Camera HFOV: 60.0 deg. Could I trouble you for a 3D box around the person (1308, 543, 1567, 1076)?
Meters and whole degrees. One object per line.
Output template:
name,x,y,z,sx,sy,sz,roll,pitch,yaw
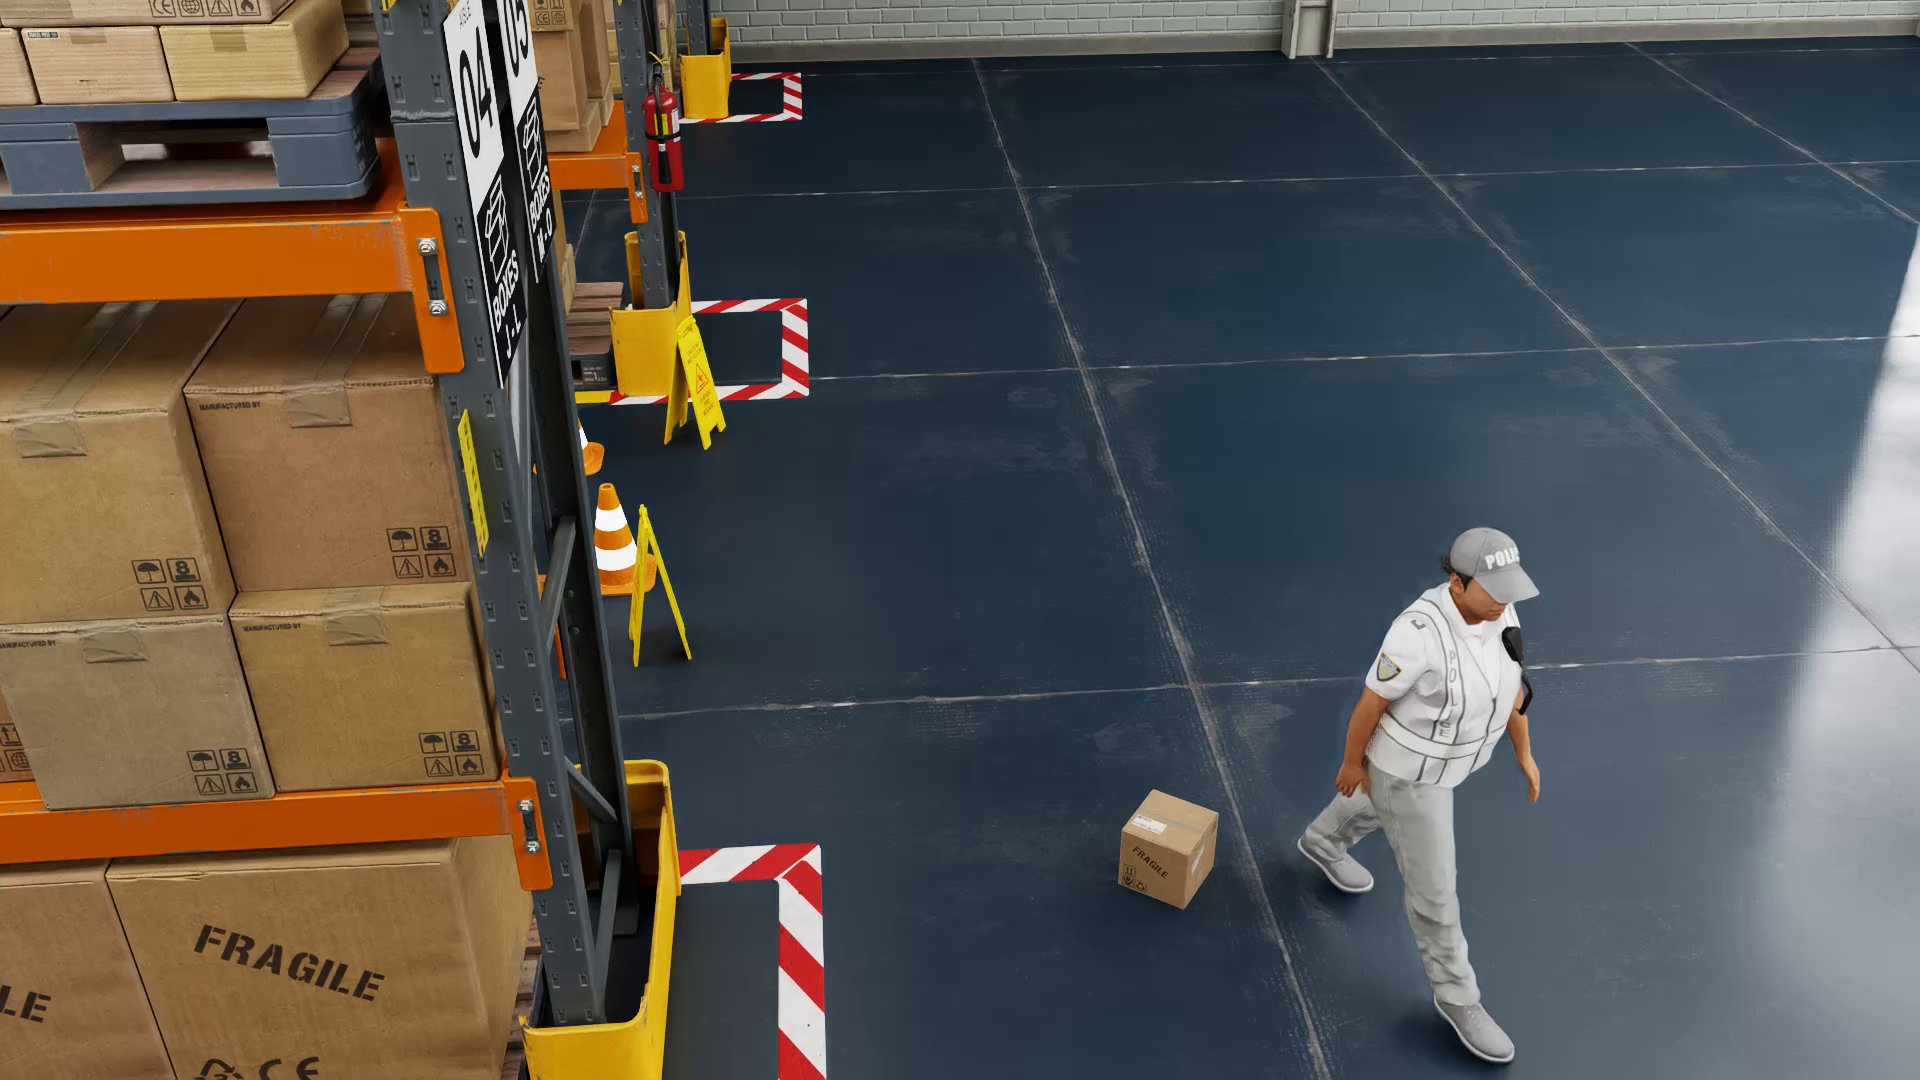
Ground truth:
person,1.493,0.687,5.010,0.503,1.599,1.082,-23,38,-33
